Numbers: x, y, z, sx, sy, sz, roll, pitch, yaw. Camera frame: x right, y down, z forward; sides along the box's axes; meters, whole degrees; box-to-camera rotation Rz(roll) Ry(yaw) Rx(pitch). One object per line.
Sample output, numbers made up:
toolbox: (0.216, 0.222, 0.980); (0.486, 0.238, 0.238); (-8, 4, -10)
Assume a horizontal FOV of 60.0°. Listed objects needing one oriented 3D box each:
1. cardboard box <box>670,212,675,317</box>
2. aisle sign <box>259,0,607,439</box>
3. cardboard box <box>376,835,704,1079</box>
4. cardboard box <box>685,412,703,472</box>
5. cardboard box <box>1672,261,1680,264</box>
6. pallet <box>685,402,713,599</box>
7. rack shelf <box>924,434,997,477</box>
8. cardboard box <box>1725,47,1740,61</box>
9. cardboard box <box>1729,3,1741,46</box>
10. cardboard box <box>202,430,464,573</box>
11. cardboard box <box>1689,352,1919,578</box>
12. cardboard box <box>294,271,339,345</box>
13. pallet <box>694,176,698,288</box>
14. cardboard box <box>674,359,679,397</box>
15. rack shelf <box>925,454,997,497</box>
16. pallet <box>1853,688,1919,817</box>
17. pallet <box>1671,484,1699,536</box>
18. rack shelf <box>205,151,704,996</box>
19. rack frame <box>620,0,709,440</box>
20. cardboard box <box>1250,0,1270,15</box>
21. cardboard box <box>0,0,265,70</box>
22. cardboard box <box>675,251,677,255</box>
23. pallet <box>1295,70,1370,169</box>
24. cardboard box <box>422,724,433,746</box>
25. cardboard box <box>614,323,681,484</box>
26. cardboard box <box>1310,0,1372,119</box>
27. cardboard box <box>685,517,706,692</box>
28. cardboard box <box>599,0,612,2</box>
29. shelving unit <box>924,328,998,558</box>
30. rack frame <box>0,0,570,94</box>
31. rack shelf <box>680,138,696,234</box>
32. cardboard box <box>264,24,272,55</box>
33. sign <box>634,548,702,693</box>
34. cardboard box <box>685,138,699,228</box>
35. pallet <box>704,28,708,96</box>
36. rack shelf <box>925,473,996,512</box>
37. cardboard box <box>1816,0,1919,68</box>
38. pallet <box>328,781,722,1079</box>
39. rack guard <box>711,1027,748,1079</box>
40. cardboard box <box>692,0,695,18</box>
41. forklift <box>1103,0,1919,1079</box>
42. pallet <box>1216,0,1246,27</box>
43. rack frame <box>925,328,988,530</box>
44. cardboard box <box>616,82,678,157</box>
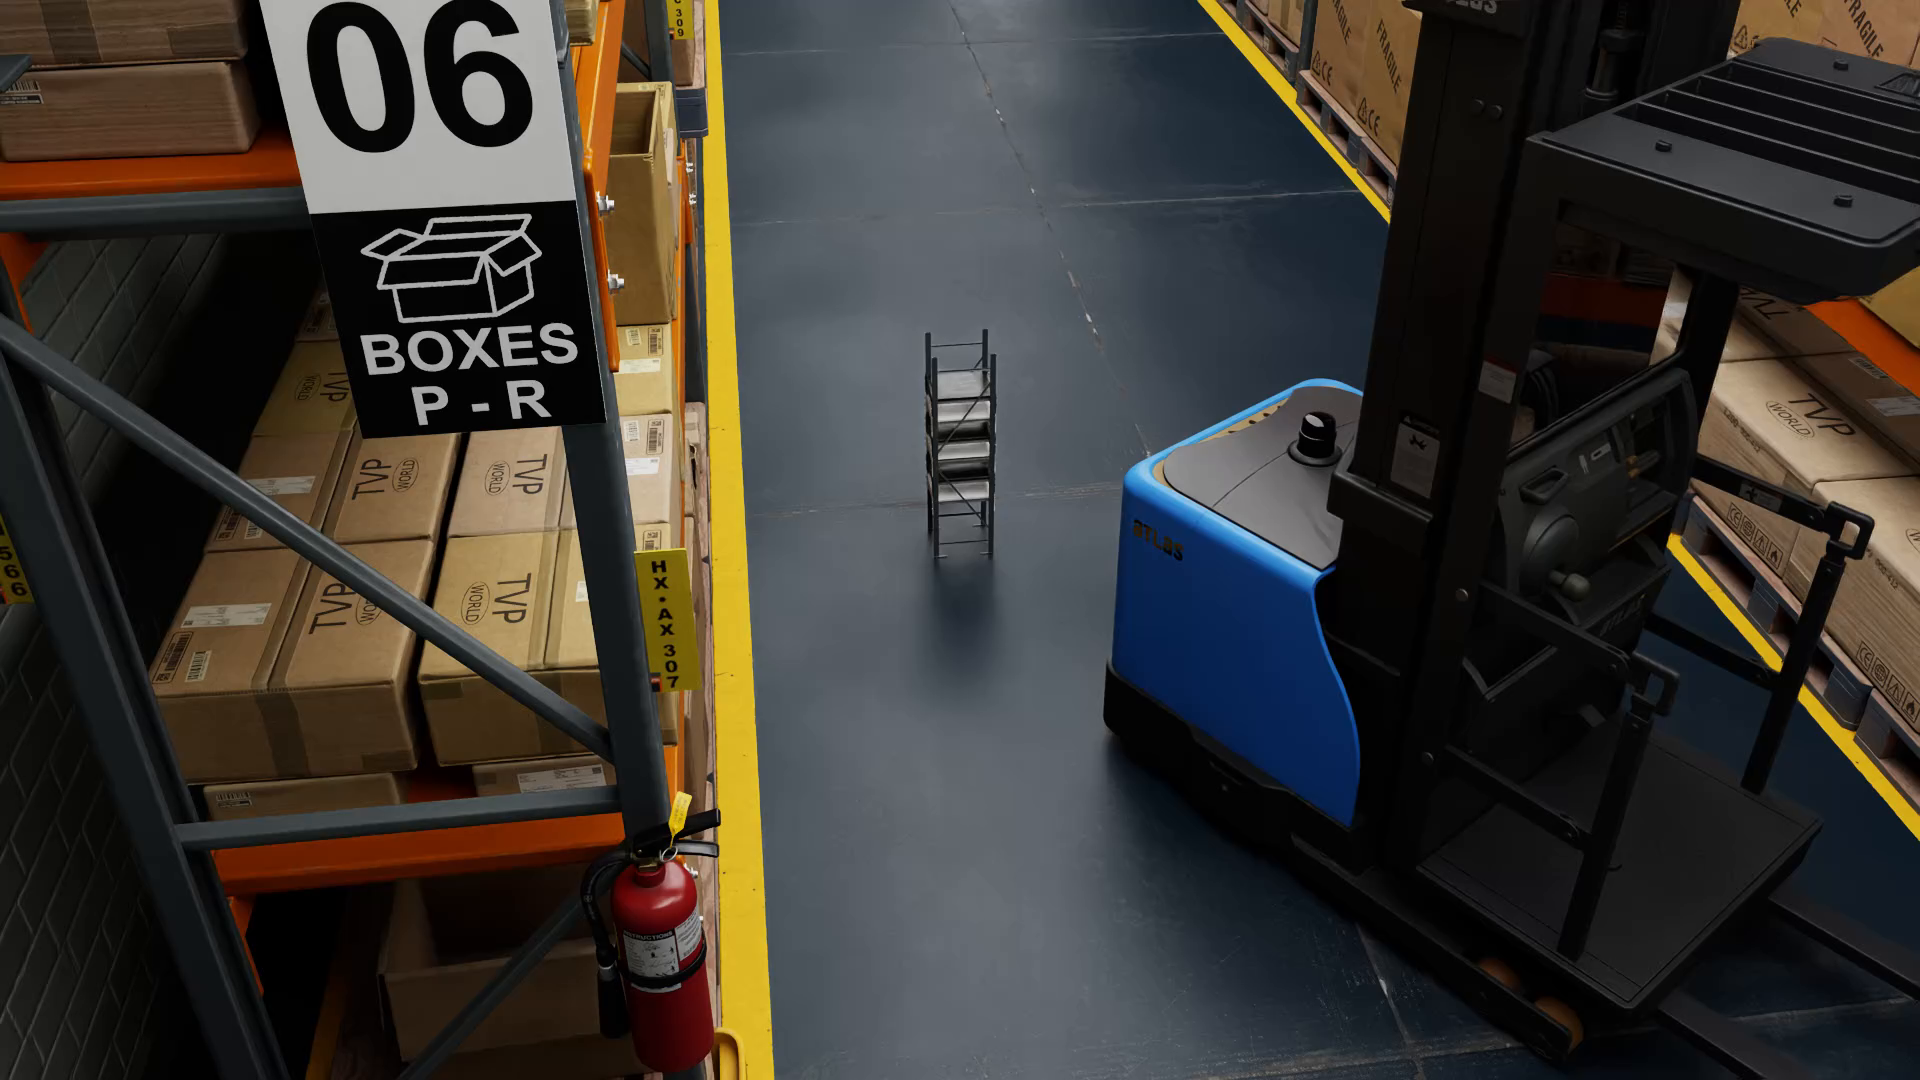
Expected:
cardboard box: (-1.174, -0.917, 5.301); (0.500, 0.250, 0.500); (-5, 35, -7)
aisle sign: (-0.782, -0.506, 2.520); (0.394, 0.787, 0.004); (-4, 35, -6)
cardboard box: (-1.071, 1.062, 4.372); (0.797, 0.503, 0.637); (-6, 35, -8)
cardboard box: (-1.254, -0.386, 6.812); (0.380, 0.149, 0.250); (-5, 35, -8)
cardboard box: (3.135, -1.693, 8.085); (0.875, 0.875, 0.875); (-3, 34, -5)
pallet: (-1.529, -0.144, 6.774); (1.003, 0.211, 1.213); (-4, 35, -6)
rack shelf: (0.001, -0.340, 6.509); (0.258, 0.077, 0.200); (-4, 35, -6)
cardboard box: (3.165, -1.536, 6.252); (0.500, 0.500, 0.500); (-4, 34, -6)
cardboard box: (3.122, -2.228, 6.379); (0.500, 0.500, 0.500); (-4, 34, -6)
cardboard box: (-1.475, -0.033, 4.004); (0.500, 0.250, 0.500); (-4, 35, -6)
cardboard box: (3.397, -0.314, 6.450); (0.875, 0.438, 0.875); (-5, 35, -8)
cardboard box: (-1.607, -0.601, 4.838); (0.500, 0.250, 0.500); (-4, 35, -6)
pallet: (-1.934, -1.661, 8.999); (1.003, 0.211, 1.213); (-4, 35, -6)
cardboard box: (-1.034, -0.416, 4.920); (0.380, 0.149, 0.250); (-4, 34, -5)
rack shelf: (0.001, -0.265, 6.559); (0.258, 0.077, 0.200); (-4, 35, -6)
pallet: (3.651, 0.887, 5.262); (1.003, 0.211, 1.213); (-4, 35, -6)
pallet: (3.323, -0.475, 7.260); (1.003, 0.211, 1.213); (-4, 35, -6)
rack shelf: (-1.351, -0.266, 5.116); (1.077, 0.370, 4.000); (-4, 35, -6)
rack frame: (-1.620, -1.680, 6.551); (1.000, 3.000, 0.127); (-4, 35, -6)
cardboard box: (2.587, -4.105, 12.070); (0.950, 0.372, 0.625); (-5, 35, -7)
cardboard box: (-1.412, -0.976, 2.723); (0.500, 0.250, 0.500); (-5, 35, -7)
cardboard box: (-1.212, -1.130, 5.968); (0.380, 0.149, 0.250); (-4, 34, -5)
pallet: (2.791, -2.692, 10.512); (1.003, 0.211, 1.213); (-4, 35, -6)
cardboard box: (-1.366, 0.345, 3.803); (0.380, 0.149, 0.250); (-3, 34, -5)
cardboard box: (-1.016, -0.346, 4.463); (0.500, 0.250, 0.500); (-5, 35, -7)
cardboard box: (2.770, -3.194, 10.286); (0.875, 0.875, 0.875); (-5, 35, -7)
cardboard box: (-1.119, 0.281, 5.521); (0.500, 0.500, 0.500); (-4, 34, -5)
cardboard box: (-0.905, -1.214, 3.428); (0.380, 0.149, 0.250); (-4, 34, -5)
shelving unit: (0.001, -0.367, 6.490); (0.258, 0.900, 0.210); (-4, 35, -6)
rack frame: (-1.082, -1.927, 1.586); (1.000, 3.000, 0.127); (-4, 35, -6)
rack shelf: (-1.889, -2.498, 8.391); (1.077, 0.370, 4.000); (-4, 35, -6)
cardboard box: (-1.451, -0.887, 2.947); (0.380, 0.149, 0.250); (-4, 34, -6)
sign: (-0.545, 0.154, 3.092); (0.100, 0.325, 0.005); (-4, 35, -6)
cardboard box: (-1.670, -1.972, 8.827); (0.500, 0.500, 0.500); (-6, 35, -8)
pallet: (-2.230, -3.222, 11.290); (1.003, 0.211, 1.213); (-4, 35, -6)
rack shelf: (0.001, -0.191, 6.610); (0.258, 0.077, 0.200); (-4, 35, -6)
cardboard box: (3.241, -1.659, 5.544); (0.500, 0.500, 0.500); (-4, 34, -5)
pallet: (-1.201, 1.218, 4.776); (1.003, 0.211, 1.213); (-4, 35, -6)
rack guard: (-1.093, 1.543, 4.042); (1.175, 0.500, 0.348); (-4, 35, -6)
cardboard box: (-1.533, -2.470, 7.250); (0.700, 0.500, 0.500); (-4, 34, -6)
forklift: (1.837, -0.094, 4.285); (1.130, 2.935, 3.031); (-26, 42, -33)
pallet: (2.495, -4.253, 12.803); (1.003, 0.211, 1.213); (-4, 35, -6)
rack frame: (-0.013, -0.424, 6.573); (0.240, 0.900, 0.006); (-4, 35, -6)
cardboard box: (-1.310, -1.475, 6.120); (0.500, 0.250, 0.500); (-4, 34, -5)
